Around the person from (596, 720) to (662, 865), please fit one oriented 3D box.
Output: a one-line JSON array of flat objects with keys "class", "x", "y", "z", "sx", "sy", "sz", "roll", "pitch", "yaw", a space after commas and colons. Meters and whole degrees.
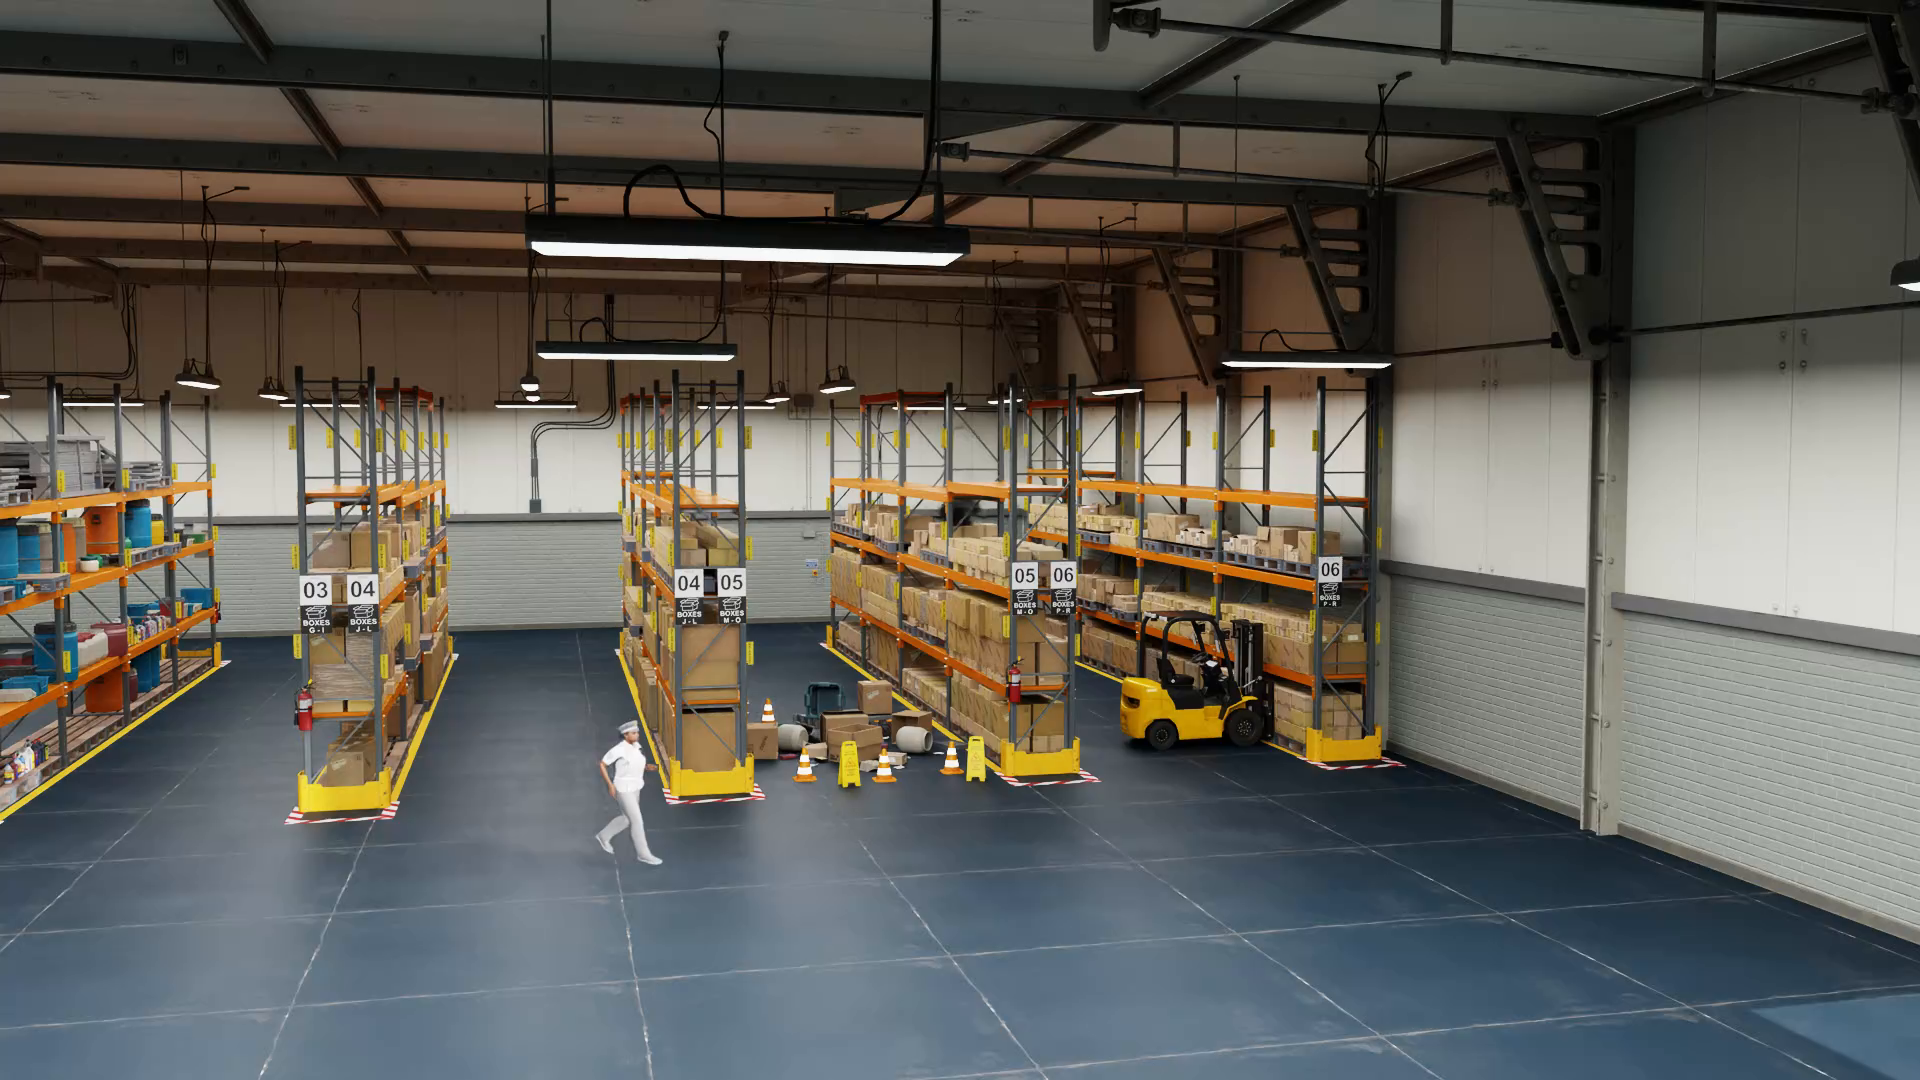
[{"class": "person", "x": -3.928, "y": 2.957, "z": 19.656, "sx": 0.903, "sy": 1.683, "sz": 0.574, "roll": 1, "pitch": 4, "yaw": 22}]
